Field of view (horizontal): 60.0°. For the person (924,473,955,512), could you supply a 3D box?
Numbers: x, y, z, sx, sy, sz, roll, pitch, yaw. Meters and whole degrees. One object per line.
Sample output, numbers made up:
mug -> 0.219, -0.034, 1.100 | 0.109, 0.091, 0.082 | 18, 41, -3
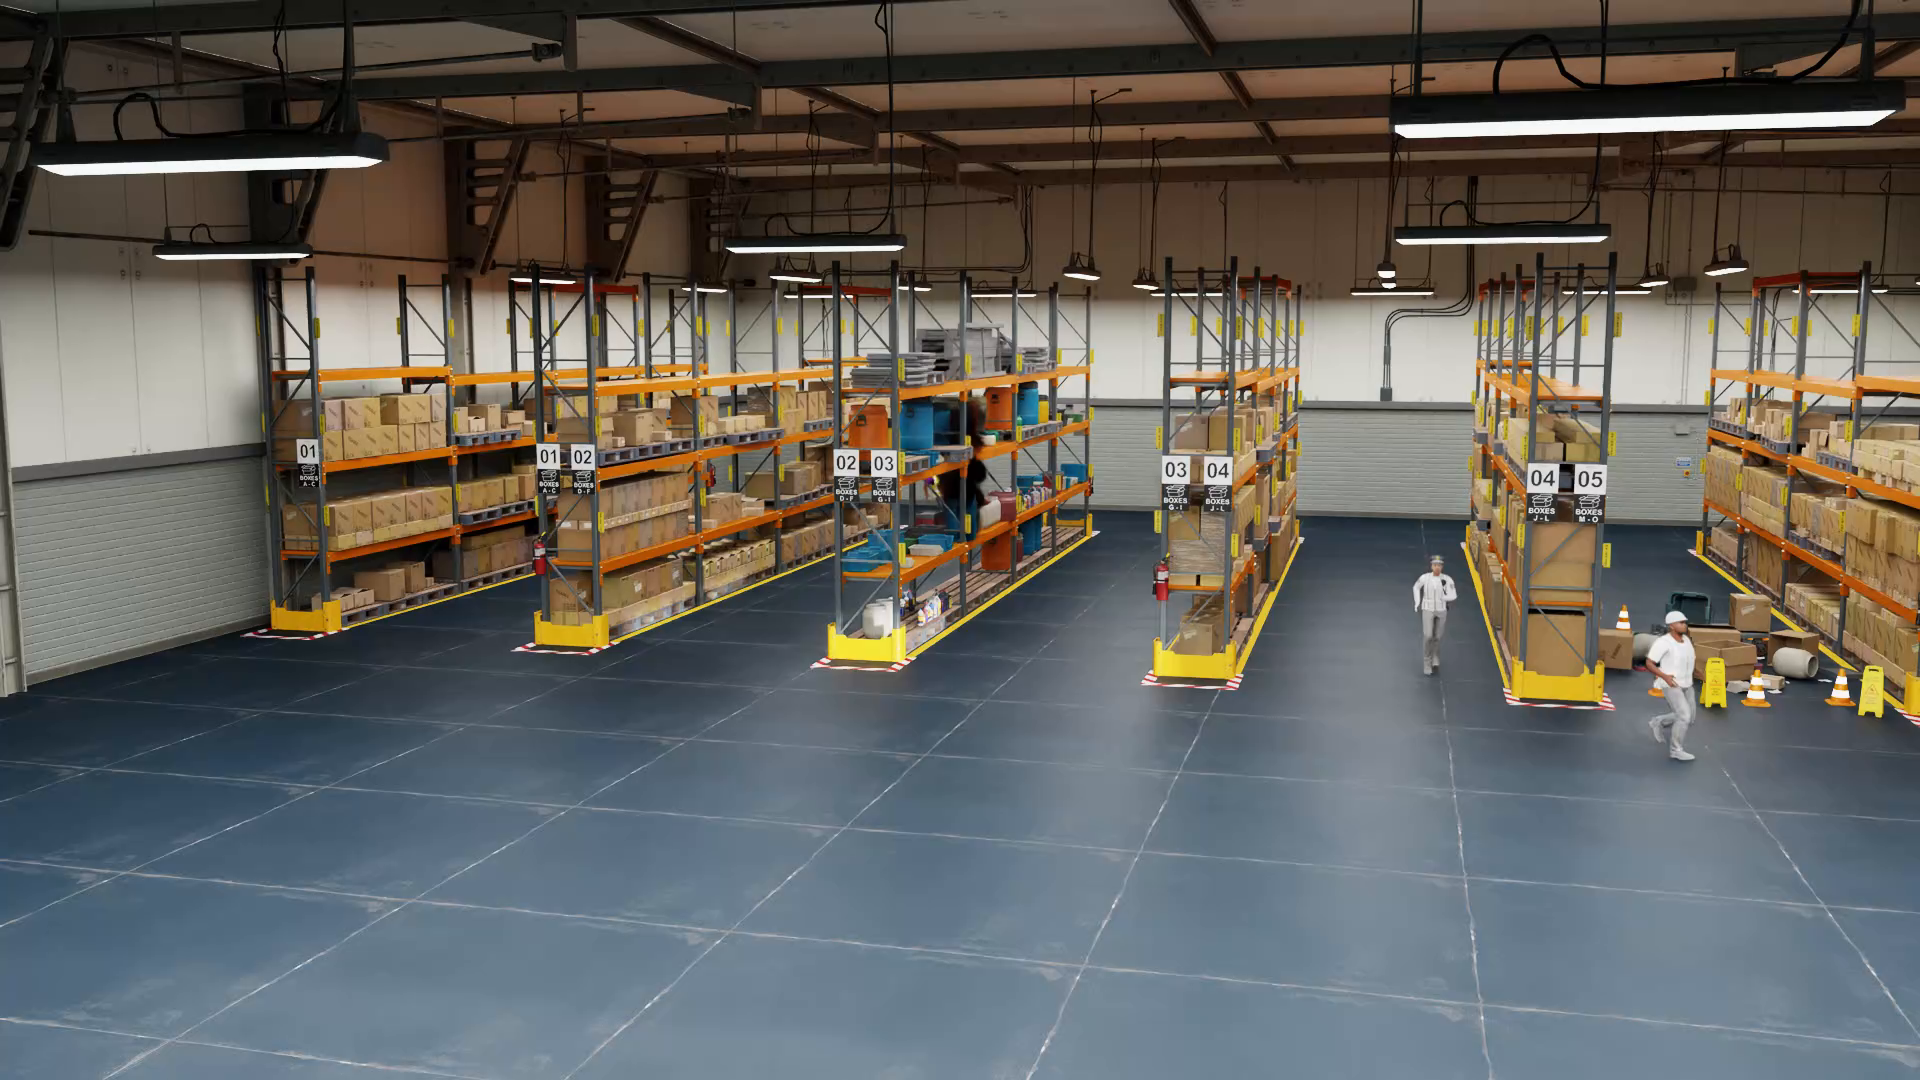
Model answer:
person -> -0.447, -1.057, 41.090 | 0.763, 1.750, 0.621 | -4, 8, -27

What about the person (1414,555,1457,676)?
person -> 6.956, 1.079, 24.373 | 0.590, 1.738, 0.752 | 1, 7, 11

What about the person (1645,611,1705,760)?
person -> 8.350, 1.687, 19.488 | 0.704, 1.721, 0.694 | -4, 8, -30
